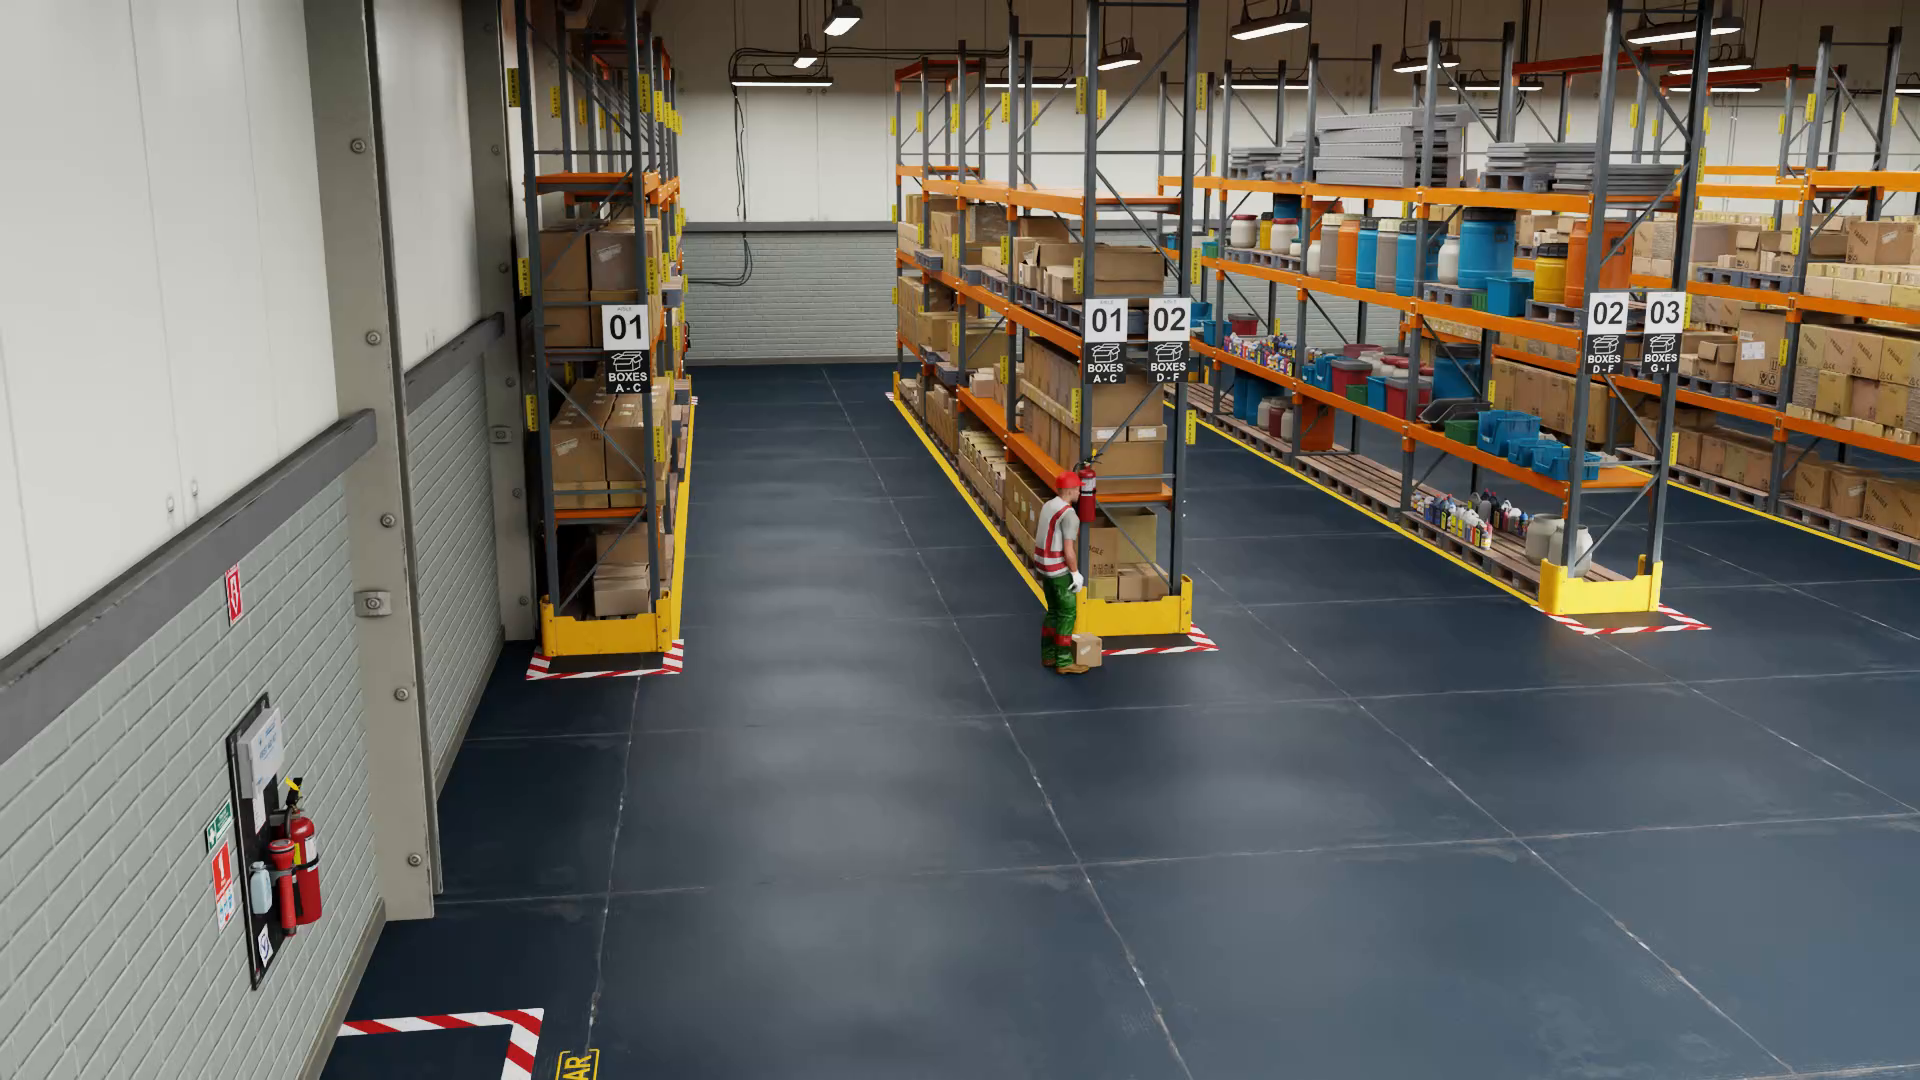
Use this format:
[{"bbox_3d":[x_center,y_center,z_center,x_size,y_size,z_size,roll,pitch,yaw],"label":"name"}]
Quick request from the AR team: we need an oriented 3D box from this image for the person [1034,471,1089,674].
[{"bbox_3d":[0.906,0.273,14.767,0.455,1.779,0.619,-5,14,-21],"label":"person"}]
